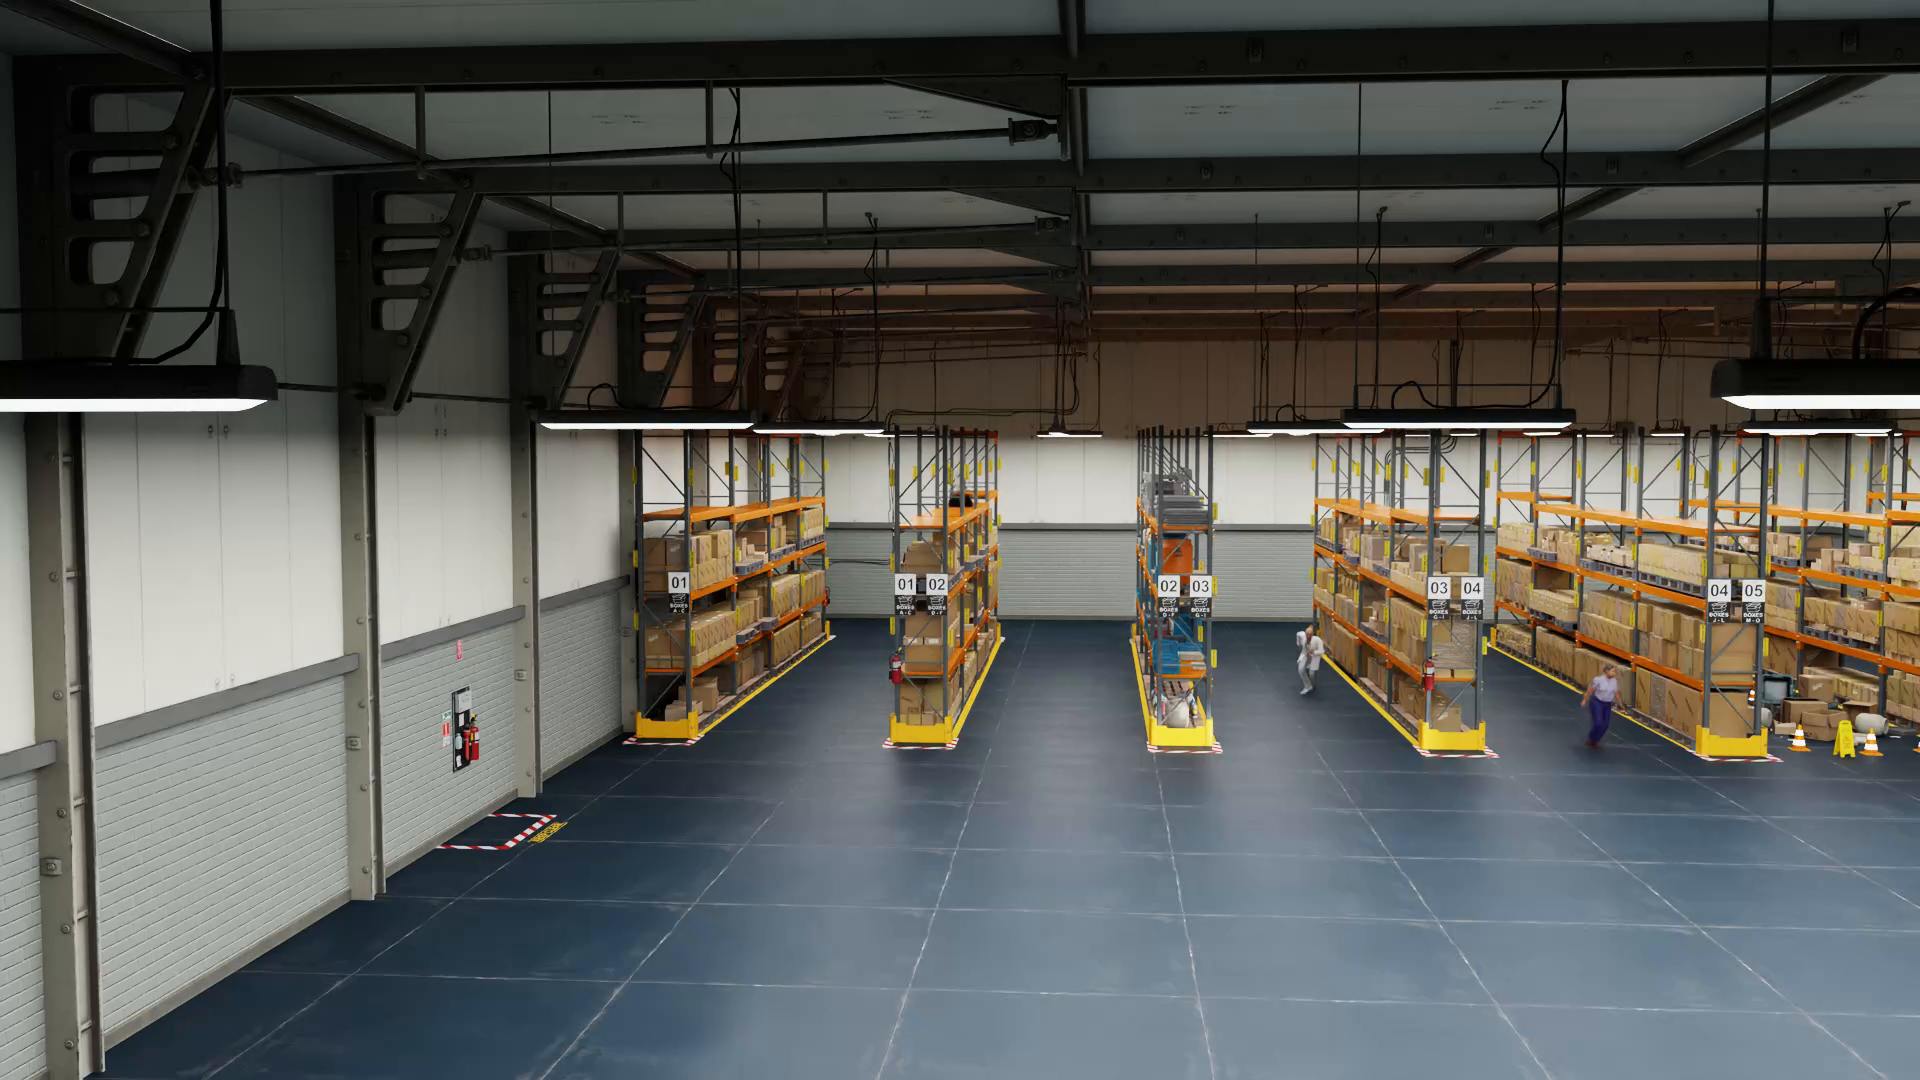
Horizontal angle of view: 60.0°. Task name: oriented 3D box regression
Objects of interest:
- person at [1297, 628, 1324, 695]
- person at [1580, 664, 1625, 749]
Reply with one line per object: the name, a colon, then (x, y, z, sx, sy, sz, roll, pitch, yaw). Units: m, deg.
person: (7.924, 2.714, 37.574, 0.699, 1.566, 1.235, 1, 4, 22)
person: (11.898, 3.078, 30.744, 0.603, 1.603, 0.605, -1, 4, -18)
